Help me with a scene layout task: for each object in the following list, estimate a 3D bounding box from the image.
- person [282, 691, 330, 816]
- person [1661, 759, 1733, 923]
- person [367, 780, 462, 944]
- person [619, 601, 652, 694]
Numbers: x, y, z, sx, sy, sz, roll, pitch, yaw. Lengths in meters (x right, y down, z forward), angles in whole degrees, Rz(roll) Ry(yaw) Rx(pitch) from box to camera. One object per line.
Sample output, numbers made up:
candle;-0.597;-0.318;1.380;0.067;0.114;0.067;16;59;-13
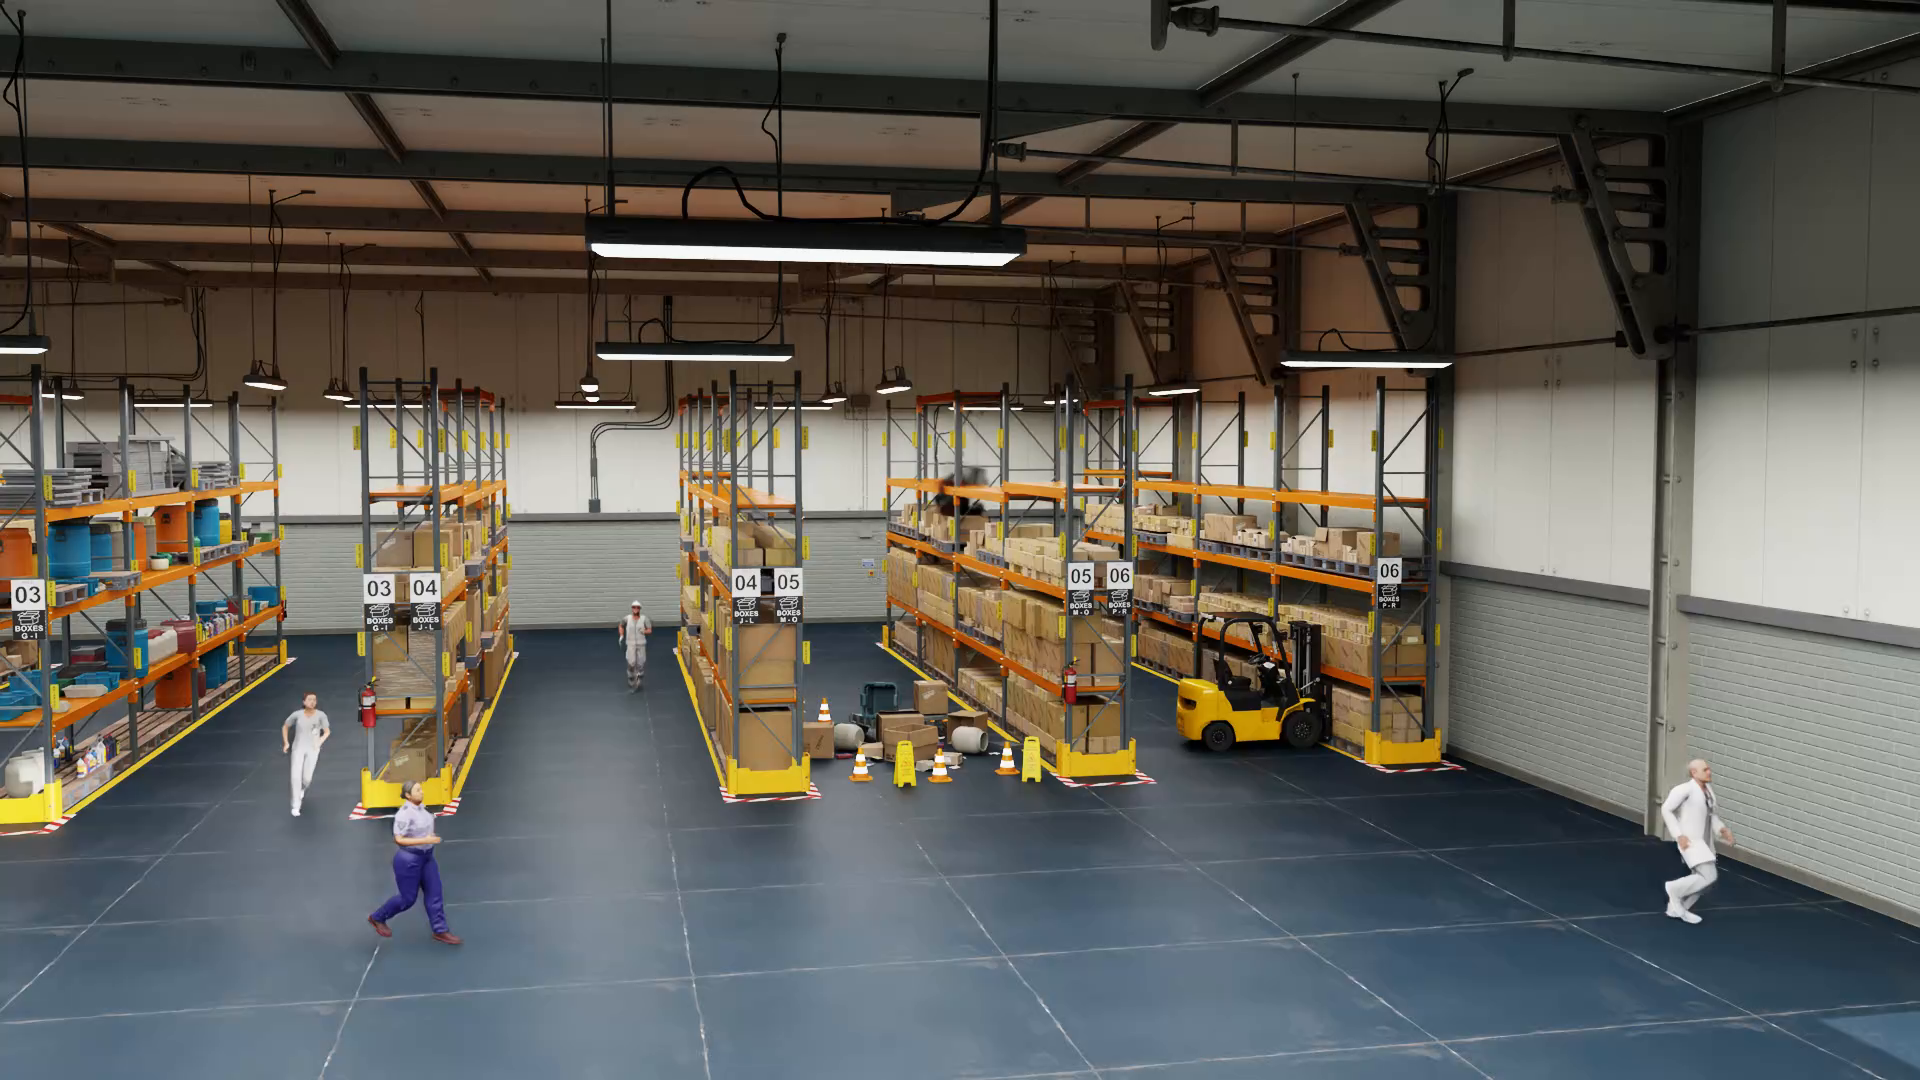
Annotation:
person;-8.866;2.872;22.565;0.603;1.635;0.729;-1;4;-22
person;7.627;3.123;17.208;0.660;1.713;0.653;-2;4;-35
person;-5.406;3.187;16.452;0.924;1.647;0.606;1;3;10
person;-6.462;2.136;33.132;0.647;1.838;0.767;-1;4;-15
